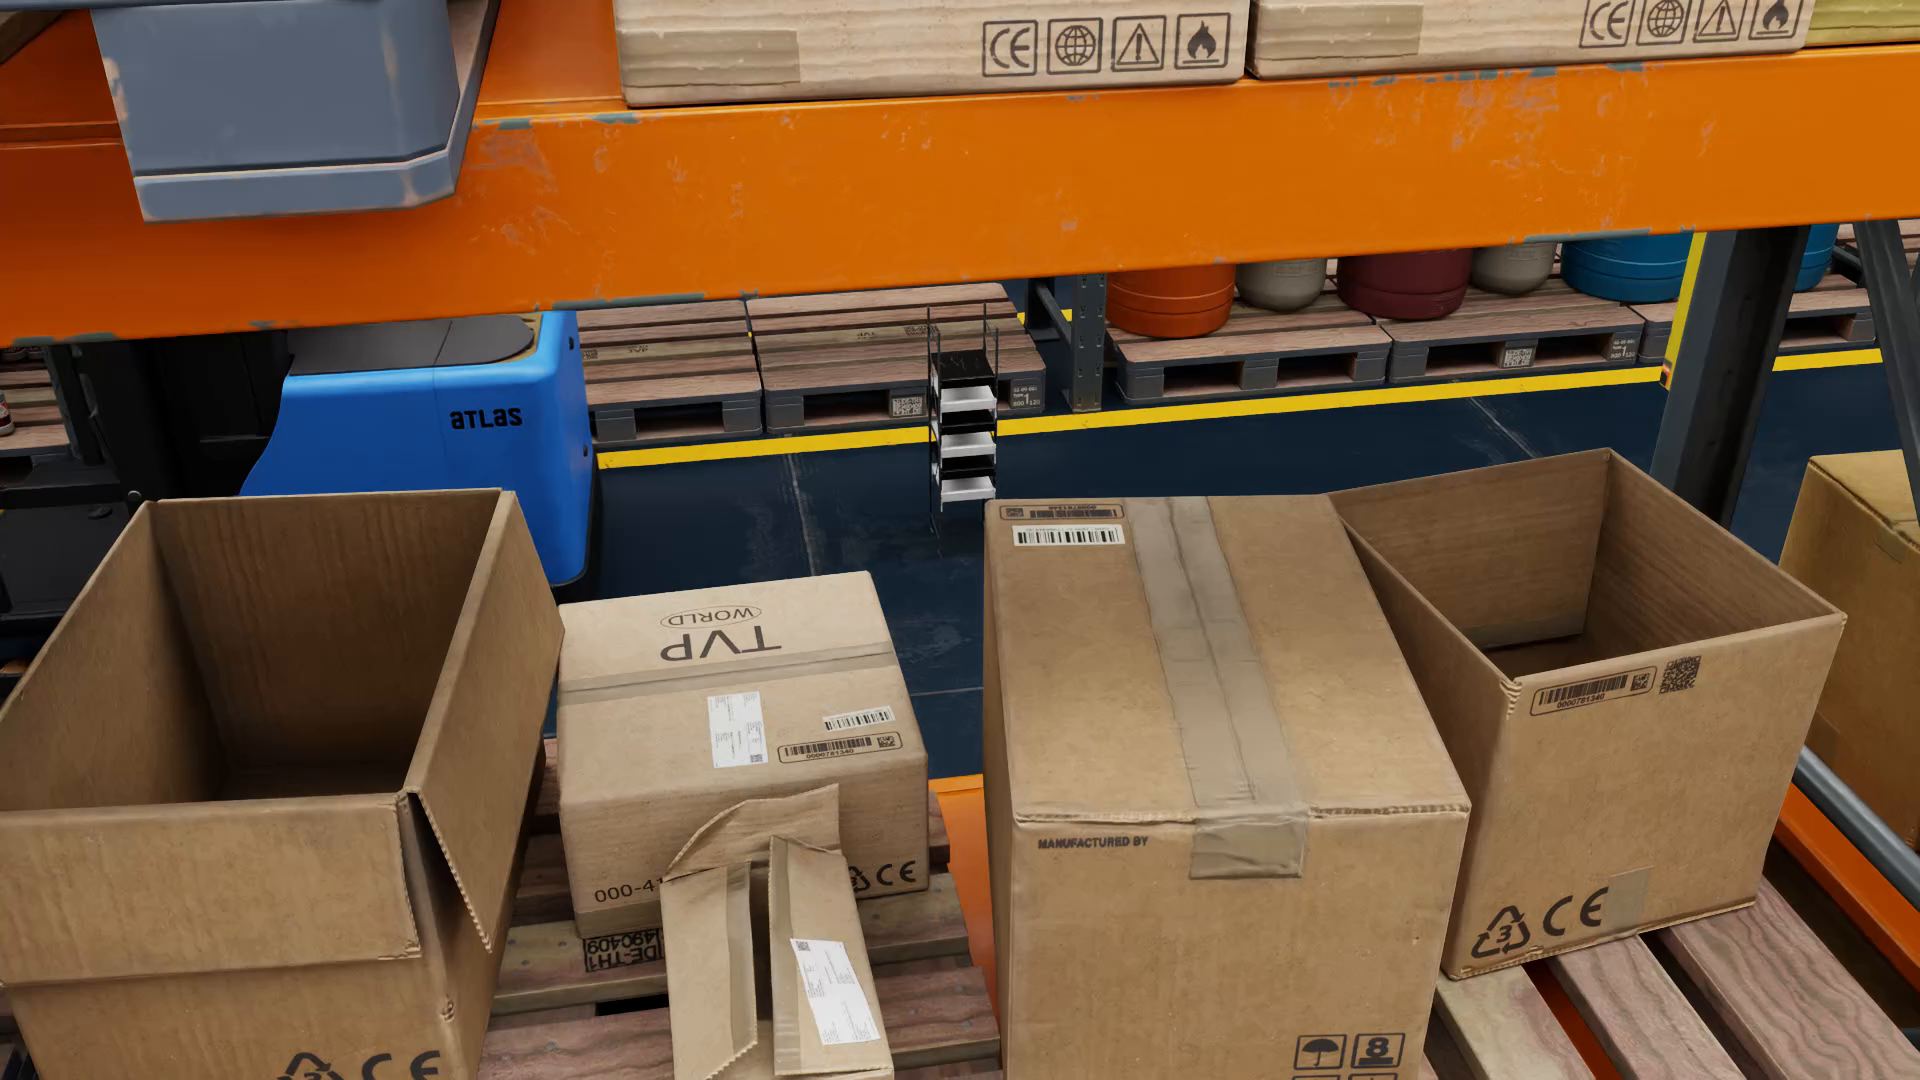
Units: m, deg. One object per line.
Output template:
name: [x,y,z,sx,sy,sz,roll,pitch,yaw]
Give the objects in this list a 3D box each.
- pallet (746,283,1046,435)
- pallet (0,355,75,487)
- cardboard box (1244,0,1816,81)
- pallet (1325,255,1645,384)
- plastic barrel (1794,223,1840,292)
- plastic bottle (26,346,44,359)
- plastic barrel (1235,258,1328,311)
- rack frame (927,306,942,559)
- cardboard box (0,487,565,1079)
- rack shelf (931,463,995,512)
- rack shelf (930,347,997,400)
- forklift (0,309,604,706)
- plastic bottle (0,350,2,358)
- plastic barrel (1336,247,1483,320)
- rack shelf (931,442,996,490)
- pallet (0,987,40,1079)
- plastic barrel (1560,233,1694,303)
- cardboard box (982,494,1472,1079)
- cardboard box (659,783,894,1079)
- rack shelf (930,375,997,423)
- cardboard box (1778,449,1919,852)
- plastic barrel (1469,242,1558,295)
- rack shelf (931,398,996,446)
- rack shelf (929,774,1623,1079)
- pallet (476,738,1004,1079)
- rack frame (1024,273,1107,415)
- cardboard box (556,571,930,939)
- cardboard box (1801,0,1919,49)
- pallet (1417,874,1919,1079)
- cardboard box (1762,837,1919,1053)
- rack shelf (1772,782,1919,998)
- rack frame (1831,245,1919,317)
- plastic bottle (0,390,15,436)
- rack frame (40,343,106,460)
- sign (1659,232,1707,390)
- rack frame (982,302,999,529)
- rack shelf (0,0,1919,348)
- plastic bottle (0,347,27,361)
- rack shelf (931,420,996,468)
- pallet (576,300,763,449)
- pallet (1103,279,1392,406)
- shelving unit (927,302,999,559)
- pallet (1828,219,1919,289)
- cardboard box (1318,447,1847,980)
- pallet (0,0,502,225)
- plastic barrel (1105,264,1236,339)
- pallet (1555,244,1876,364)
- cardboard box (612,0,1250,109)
pallet: [-0.310,-0.834,7.461,1.213,0.211,1.003,-5,31,-9]
pallet: [-4.144,-0.480,6.858,1.213,0.211,1.003,-5,31,-9]
cardboard box: [0.442,-0.629,1.549,0.500,0.250,0.500,-5,31,-9]
pallet: [2.425,-1.088,7.892,1.213,0.211,1.003,-5,31,-9]
plastic barrel: [3.856,-1.688,7.818,0.708,0.901,0.600,-5,31,-9]
plastic bottle: [-3.968,-0.886,7.125,0.097,0.201,0.097,0,30,0]
plastic barrel: [1.477,-1.346,7.619,0.421,0.512,0.421,0,30,0]
rack frame: [-0.092,-0.379,6.007,0.006,0.900,0.240,-5,31,-9]
cardboard box: [-0.895,0.317,2.236,0.637,0.503,0.797,-2,31,-4]
rack shelf: [0.008,-0.205,6.131,0.200,0.077,0.258,-5,31,-9]
rack shelf: [0.008,-0.593,5.903,0.200,0.077,0.258,-5,31,-9]
forklift: [-2.788,-1.000,5.059,3.031,2.935,1.130,-4,31,-7]
plastic bottle: [-4.181,-0.885,7.048,0.135,0.276,0.152,-4,31,-7]
plastic barrel: [2.048,-1.386,7.612,0.708,0.588,0.600,-5,31,-9]
rack shelf: [0.008,-0.282,6.086,0.200,0.077,0.258,-5,31,-9]
pallet: [-1.805,0.832,2.065,1.213,0.211,1.003,-5,31,-9]
plastic barrel: [3.159,-1.624,7.708,0.708,0.901,0.600,-5,31,-9]
cardboard box: [0.296,0.328,2.221,0.500,0.500,0.700,-1,30,-2]
cardboard box: [-0.240,0.545,2.081,0.258,0.266,0.396,-6,31,-10]
rack shelf: [0.008,-0.515,5.949,0.200,0.077,0.258,-5,31,-9]
cardboard box: [1.792,0.170,2.903,0.500,0.500,0.500,-4,31,-7]
plastic barrel: [2.587,-1.449,7.795,0.421,0.512,0.421,0,30,0]
rack shelf: [0.008,-0.437,5.994,0.200,0.077,0.258,-5,31,-9]
rack shelf: [-0.616,0.874,2.514,4.000,0.370,1.077,-5,31,-9]
pallet: [-0.589,0.665,2.348,1.213,0.211,1.003,-5,31,-9]
rack frame: [0.459,-2.088,6.841,0.127,3.000,1.000,-5,31,-9]
cardboard box: [-0.339,0.304,2.508,0.500,0.250,0.500,-6,31,-10]
cardboard box: [0.928,-0.681,1.638,0.500,0.250,0.500,-5,31,-9]
pallet: [0.669,0.582,2.489,1.003,0.211,1.213,-5,31,-9]
cardboard box: [2.034,1.064,3.163,0.875,0.875,1.225,-7,31,-11]
rack shelf: [3.319,0.509,3.135,4.000,0.370,1.077,-5,31,-9]
rack frame: [4.394,-2.453,7.462,0.127,3.000,1.000,-5,31,-9]
plastic bottle: [-3.776,-0.518,6.498,0.097,0.201,0.097,0,30,0]
rack frame: [-3.475,-1.723,6.220,0.127,3.000,1.000,-5,31,-9]
sign: [1.248,-0.394,2.818,0.005,0.325,0.100,-5,31,-9]
rack frame: [0.108,-0.398,6.039,0.006,0.900,0.240,-5,31,-9]
rack shelf: [-0.616,-0.419,1.753,4.000,0.370,1.077,-5,31,-9]
plastic bottle: [-4.068,-0.877,7.109,0.097,0.201,0.097,0,30,0]
rack shelf: [0.008,-0.360,6.040,0.200,0.077,0.258,-5,31,-9]
pallet: [-1.507,-0.725,7.274,1.213,0.211,1.003,-5,31,-9]
pallet: [1.227,-0.979,7.706,1.213,0.211,1.003,-5,31,-9]
shelving unit: [0.008,-0.389,6.023,0.210,0.900,0.258,-5,31,-9]
pallet: [5.110,-1.337,8.316,1.213,0.211,1.003,-5,31,-9]
cardboard box: [0.827,0.227,2.392,0.500,0.500,0.500,-9,32,-15]
pallet: [-0.937,-0.565,1.477,1.003,0.211,1.213,-5,31,-9]
plastic barrel: [0.937,-1.387,7.375,0.708,0.830,0.600,-5,31,-9]
pallet: [3.627,-1.201,8.085,1.213,0.211,1.003,-5,31,-9]
cardboard box: [-0.052,-0.585,1.473,0.500,0.250,0.500,-4,31,-8]
